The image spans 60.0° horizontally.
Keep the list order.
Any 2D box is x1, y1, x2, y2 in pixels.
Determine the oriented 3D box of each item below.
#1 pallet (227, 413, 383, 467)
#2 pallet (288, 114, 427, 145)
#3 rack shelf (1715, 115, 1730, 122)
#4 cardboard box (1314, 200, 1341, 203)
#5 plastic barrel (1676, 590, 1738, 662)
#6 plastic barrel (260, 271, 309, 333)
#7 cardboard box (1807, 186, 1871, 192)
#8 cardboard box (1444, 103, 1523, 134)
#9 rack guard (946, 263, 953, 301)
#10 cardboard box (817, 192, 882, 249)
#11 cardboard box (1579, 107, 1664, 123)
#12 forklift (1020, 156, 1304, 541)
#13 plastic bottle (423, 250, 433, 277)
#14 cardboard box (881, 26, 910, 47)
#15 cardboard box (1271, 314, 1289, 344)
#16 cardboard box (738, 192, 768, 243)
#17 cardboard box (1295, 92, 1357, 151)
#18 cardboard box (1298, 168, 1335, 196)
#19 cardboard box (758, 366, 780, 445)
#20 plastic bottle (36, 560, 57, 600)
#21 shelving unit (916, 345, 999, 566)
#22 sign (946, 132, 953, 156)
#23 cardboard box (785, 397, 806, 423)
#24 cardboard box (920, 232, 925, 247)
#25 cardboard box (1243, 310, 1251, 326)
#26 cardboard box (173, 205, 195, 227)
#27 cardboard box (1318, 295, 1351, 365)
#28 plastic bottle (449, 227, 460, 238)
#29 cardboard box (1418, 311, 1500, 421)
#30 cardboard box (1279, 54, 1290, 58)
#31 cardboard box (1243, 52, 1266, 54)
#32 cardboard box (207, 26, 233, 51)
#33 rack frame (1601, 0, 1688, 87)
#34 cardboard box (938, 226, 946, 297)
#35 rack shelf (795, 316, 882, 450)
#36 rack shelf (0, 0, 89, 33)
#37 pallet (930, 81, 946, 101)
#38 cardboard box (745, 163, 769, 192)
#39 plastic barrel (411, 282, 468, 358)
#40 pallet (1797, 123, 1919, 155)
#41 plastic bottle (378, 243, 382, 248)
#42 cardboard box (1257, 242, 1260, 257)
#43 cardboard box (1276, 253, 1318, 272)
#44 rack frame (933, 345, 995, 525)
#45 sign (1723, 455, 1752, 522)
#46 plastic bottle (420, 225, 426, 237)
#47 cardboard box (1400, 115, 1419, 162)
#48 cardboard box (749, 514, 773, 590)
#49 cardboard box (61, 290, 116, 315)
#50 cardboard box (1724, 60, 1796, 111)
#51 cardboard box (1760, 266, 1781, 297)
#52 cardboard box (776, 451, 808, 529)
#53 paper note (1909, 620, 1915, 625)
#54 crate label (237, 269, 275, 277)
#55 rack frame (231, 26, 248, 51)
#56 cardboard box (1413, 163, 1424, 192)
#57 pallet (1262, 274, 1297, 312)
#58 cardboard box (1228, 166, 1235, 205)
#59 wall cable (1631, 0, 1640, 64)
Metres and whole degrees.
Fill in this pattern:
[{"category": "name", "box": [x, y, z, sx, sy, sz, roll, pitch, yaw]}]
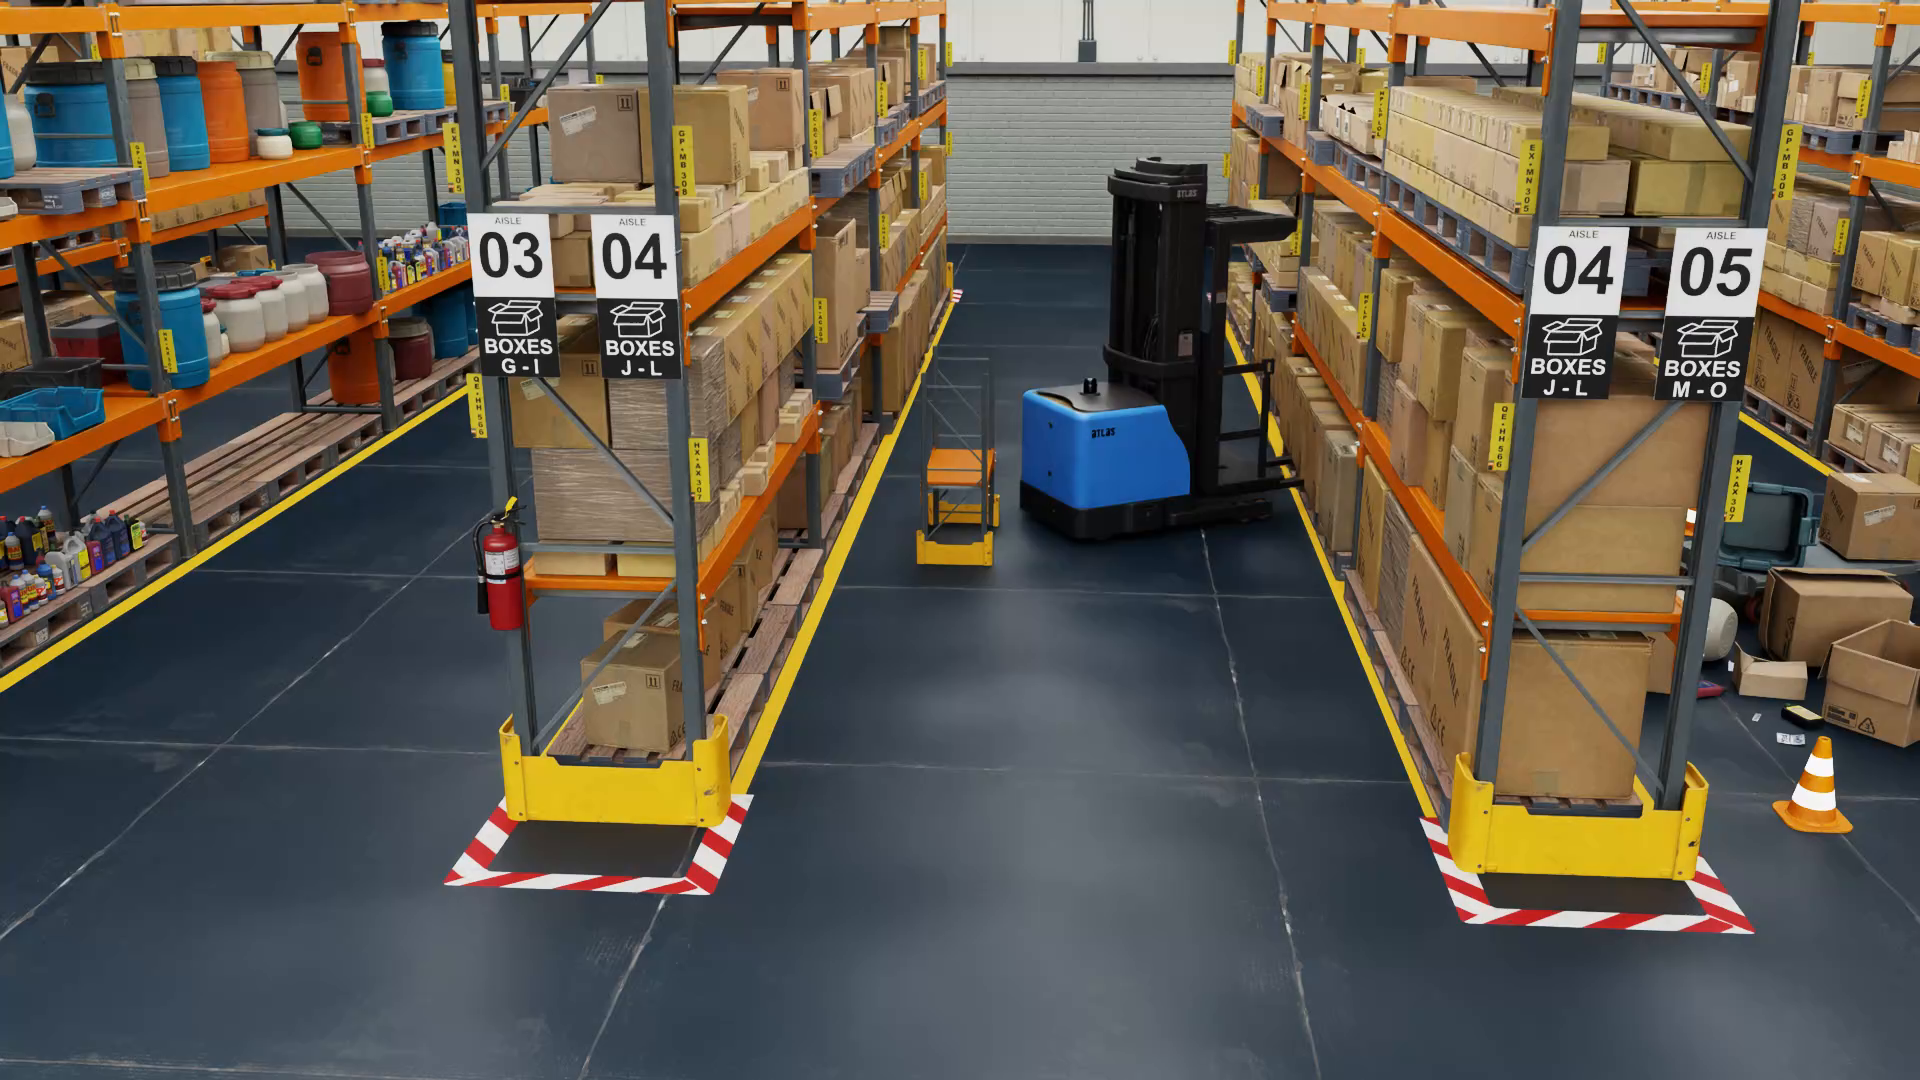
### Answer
[{"category": "pallet", "box": [-6.303, -0.979, 16.072, 1.003, 0.211, 1.213, 1, 18, 4]}, {"category": "pallet", "box": [-6.056, -4.115, 16.650, 1.003, 0.211, 1.213, 1, 18, 4]}, {"category": "rack shelf", "box": [9.046, -5.159, 20.689, 1.077, 0.370, 4.000, 1, 18, 4]}, {"category": "cardboard box", "box": [4.124, -3.767, 18.877, 0.380, 0.149, 0.250, 2, 18, 6]}, {"category": "plastic barrel", "box": [4.834, 0.562, 11.028, 0.512, 0.421, 0.421, 17, 25, 41]}, {"category": "plastic barrel", "box": [-6.099, -2.142, 14.963, 0.421, 0.512, 0.421, 0, 18, 0]}, {"category": "cardboard box", "box": [9.013, -3.354, 17.075, 0.500, 0.500, 0.500, 2, 18, 5]}, {"category": "cardboard box", "box": [2.893, -2.325, 9.170, 0.380, 0.149, 0.250, 1, 18, 4]}, {"category": "rack guard", "box": [-0.693, -3.738, 24.027, 1.175, 0.500, 0.348, 1, 18, 4]}, {"category": "cardboard box", "box": [-1.200, -3.184, 16.552, 0.797, 0.503, 0.637, 2, 18, 6]}, {"category": "cardboard box", "box": [3.532, -2.230, 8.882, 0.380, 0.149, 0.250, 1, 18, 3]}, {"category": "forklift", "box": [2.060, -1.677, 13.835, 3.031, 2.935, 1.130, -9, 20, -24]}, {"category": "plastic bottle", "box": [-5.727, -2.973, 17.868, 0.061, 0.283, 0.133, 1, 18, 4]}, {"category": "cardboard box", "box": [-0.850, -6.367, 21.020, 0.500, 0.250, 0.500, 1, 18, 2]}, {"category": "cardboard box", "box": [3.537, -2.192, 17.431, 0.500, 0.250, 0.500, 2, 18, 5]}, {"category": "cardboard box", "box": [-1.447, -1.923, 9.897, 0.500, 0.250, 0.500, 2, 18, 6]}, {"category": "cardboard box", "box": [3.459, -3.947, 15.674, 0.500, 0.500, 0.500, 1, 18, 4]}, {"category": "cardboard box", "box": [4.234, -4.332, 19.583, 0.500, 0.500, 0.500, 2, 18, 5]}, {"category": "cardboard box", "box": [-1.655, -0.929, 10.804, 0.875, 0.500, 0.500, 1, 18, 4]}, {"category": "plastic bottle", "box": [-6.295, 0.272, 11.452, 0.097, 0.271, 0.097, 0, 18, 0]}, {"category": "shelving unit", "box": [-0.005, -0.689, 13.117, 0.587, 1.500, 1.083, 1, 18, 4]}, {"category": "sign", "box": [-0.155, -5.564, 23.347, 0.100, 0.325, 0.005, 1, 18, 4]}, {"category": "cardboard box", "box": [-1.305, -0.921, 11.820, 0.380, 0.149, 0.250, 1, 18, 4]}, {"category": "cardboard box", "box": [-0.629, -3.641, 20.120, 0.380, 0.149, 0.250, 1, 18, 4]}, {"category": "cardboard box", "box": [3.671, -2.709, 20.299, 0.380, 0.149, 0.250, 0, 18, 1]}, {"category": "cardboard box", "box": [-10.482, -4.412, 21.910, 0.500, 0.500, 0.500, 1, 18, 4]}, {"category": "cardboard box", "box": [3.262, -1.736, 13.743, 0.500, 0.500, 0.500, 1, 18, 3]}, {"category": "plastic bottle", "box": [-5.818, -3.416, 19.109, 0.144, 0.351, 0.185, 1, 18, 4]}, {"category": "cardboard box", "box": [3.195, -1.017, 9.733, 0.875, 0.550, 0.500, 1, 18, 4]}, {"category": "cardboard box", "box": [4.381, -6.293, 21.792, 0.380, 0.149, 0.250, 1, 18, 2]}, {"category": "cardboard box", "box": [3.995, -6.462, 22.306, 0.380, 0.149, 0.250, 1, 18, 3]}, {"category": "cardboard box", "box": [-10.596, -6.928, 23.167, 0.700, 0.500, 0.500, 1, 18, 4]}, {"category": "rack frame", "box": [9.190, -7.548, 22.005, 1.000, 3.000, 0.127, 1, 18, 4]}, {"category": "cardboard box", "box": [-0.661, -3.907, 23.268, 0.875, 0.875, 0.875, 1, 18, 4]}, {"category": "rack shelf", "box": [-1.412, -1.470, 14.248, 1.077, 0.370, 4.000, 1, 18, 4]}, {"category": "rack shelf", "box": [-11.005, -5.596, 17.846, 1.077, 0.370, 4.000, 1, 18, 4]}, {"category": "pallet", "box": [-0.738, -6.071, 22.457, 1.003, 0.211, 1.213, 1, 18, 4]}, {"category": "cardboard box", "box": [-1.379, -2.218, 10.157, 0.380, 0.149, 0.250, 2, 18, 6]}, {"category": "plastic barrel", "box": [-6.029, -2.600, 19.236, 0.600, 0.901, 0.708, 1, 18, 4]}, {"category": "pallet", "box": [8.609, -3.749, 15.533, 1.213, 0.211, 1.003, 2, 18, 6]}, {"category": "plastic bottle", "box": [-6.461, -3.165, 18.470, 0.097, 0.271, 0.097, 0, 18, 0]}, {"category": "cardboard box", "box": [3.383, -3.096, 17.783, 0.380, 0.149, 0.250, 1, 18, 3]}, {"category": "cardboard box", "box": [3.253, -2.676, 16.025, 0.380, 0.149, 0.250, 2, 18, 5]}, {"category": "rack frame", "box": [0.030, -0.844, 13.590, 0.500, 1.500, 0.032, 1, 18, 4]}, {"category": "sign", "box": [3.651, -0.241, 7.825, 0.100, 0.325, 0.005, 1, 18, 4]}, {"category": "plastic bottle", "box": [-6.383, -3.585, 19.734, 0.061, 0.283, 0.133, 1, 18, 4]}, {"category": "cardboard box", "box": [3.036, -2.489, 10.313, 0.500, 0.250, 0.500, 1, 18, 3]}, {"category": "cardboard box", "box": [-1.657, 0.099, 11.645, 0.500, 0.500, 0.500, 7, 20, 21]}, {"category": "cardboard box", "box": [-10.612, -2.759, 20.335, 0.500, 0.500, 0.500, 1, 18, 4]}, {"category": "cardboard box", "box": [8.551, -4.860, 17.785, 0.500, 0.500, 0.500, 1, 18, 3]}, {"category": "cardboard box", "box": [8.467, -2.619, 16.839, 0.500, 0.250, 0.500, 1, 18, 3]}, {"category": "cardboard box", "box": [-1.490, -0.402, 13.142, 0.700, 0.500, 0.500, 0, 18, 0]}, {"category": "paper note", "box": [6.590, 0.568, 11.642, 0.148, 0.019, 0.142, 1, 18, 4]}, {"category": "crate label", "box": [-6.550, -2.258, 15.441, 0.502, 0.435, 0.616, 1, 18, 4]}, {"category": "rack frame", "box": [-10.575, -7.991, 23.359, 1.000, 3.000, 0.127, 1, 18, 4]}, {"category": "cardboard box", "box": [2.949, -2.180, 10.011, 0.380, 0.149, 0.250, 1, 18, 3]}, {"category": "pallet", "box": [3.616, -2.424, 16.311, 1.213, 0.211, 1.003, 1, 18, 4]}, {"category": "cardboard box", "box": [3.937, -4.831, 22.712, 0.500, 0.500, 0.500, 2, 18, 7]}, {"category": "wall cable", "box": [10.066, -9.303, 27.362, 2.355, 3.000, 0.029, 1, 18, 4]}]
